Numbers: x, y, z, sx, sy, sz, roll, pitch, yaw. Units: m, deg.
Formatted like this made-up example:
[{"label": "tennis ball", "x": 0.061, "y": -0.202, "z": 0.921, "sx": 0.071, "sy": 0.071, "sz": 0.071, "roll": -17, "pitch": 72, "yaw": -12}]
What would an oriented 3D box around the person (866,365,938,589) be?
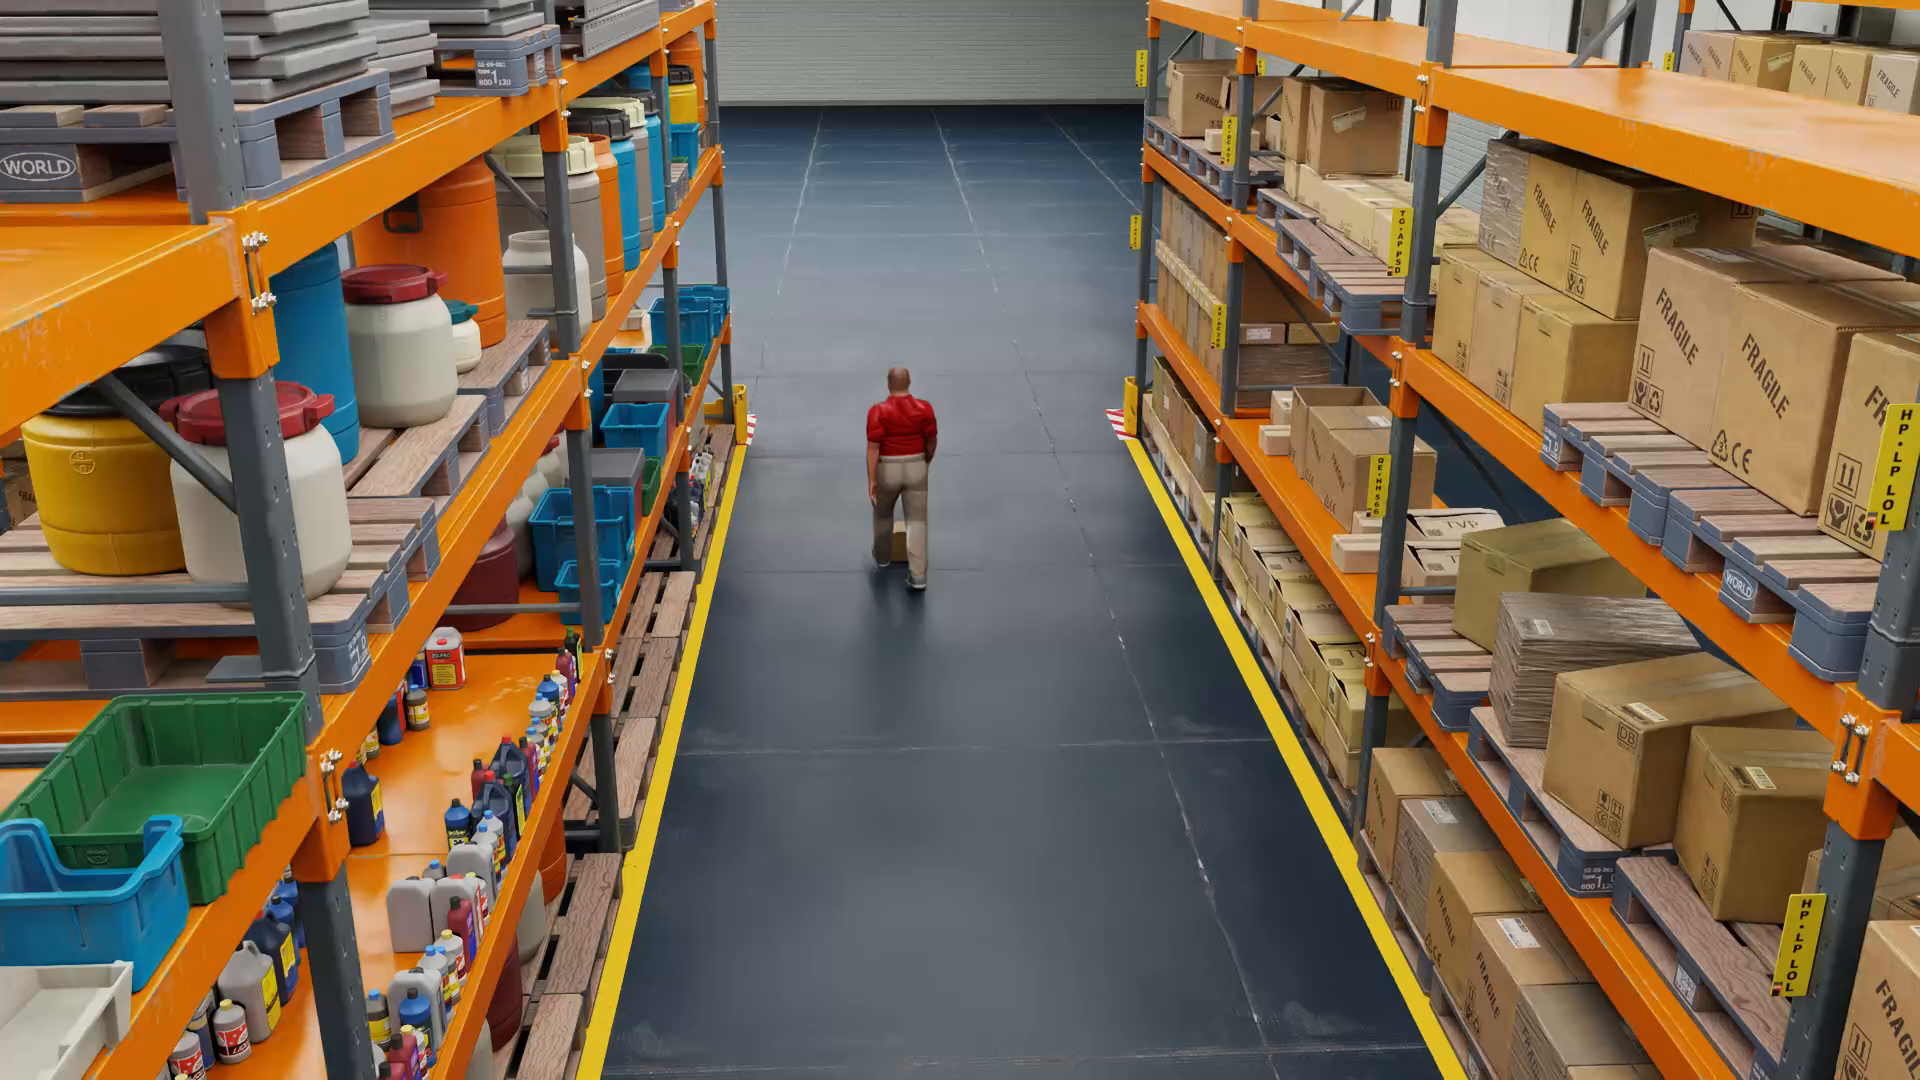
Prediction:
[{"label": "person", "x": -0.447, "y": -0.528, "z": 12.546, "sx": 0.545, "sy": 1.684, "sz": 0.936, "roll": -3, "pitch": 20, "yaw": -8}]
